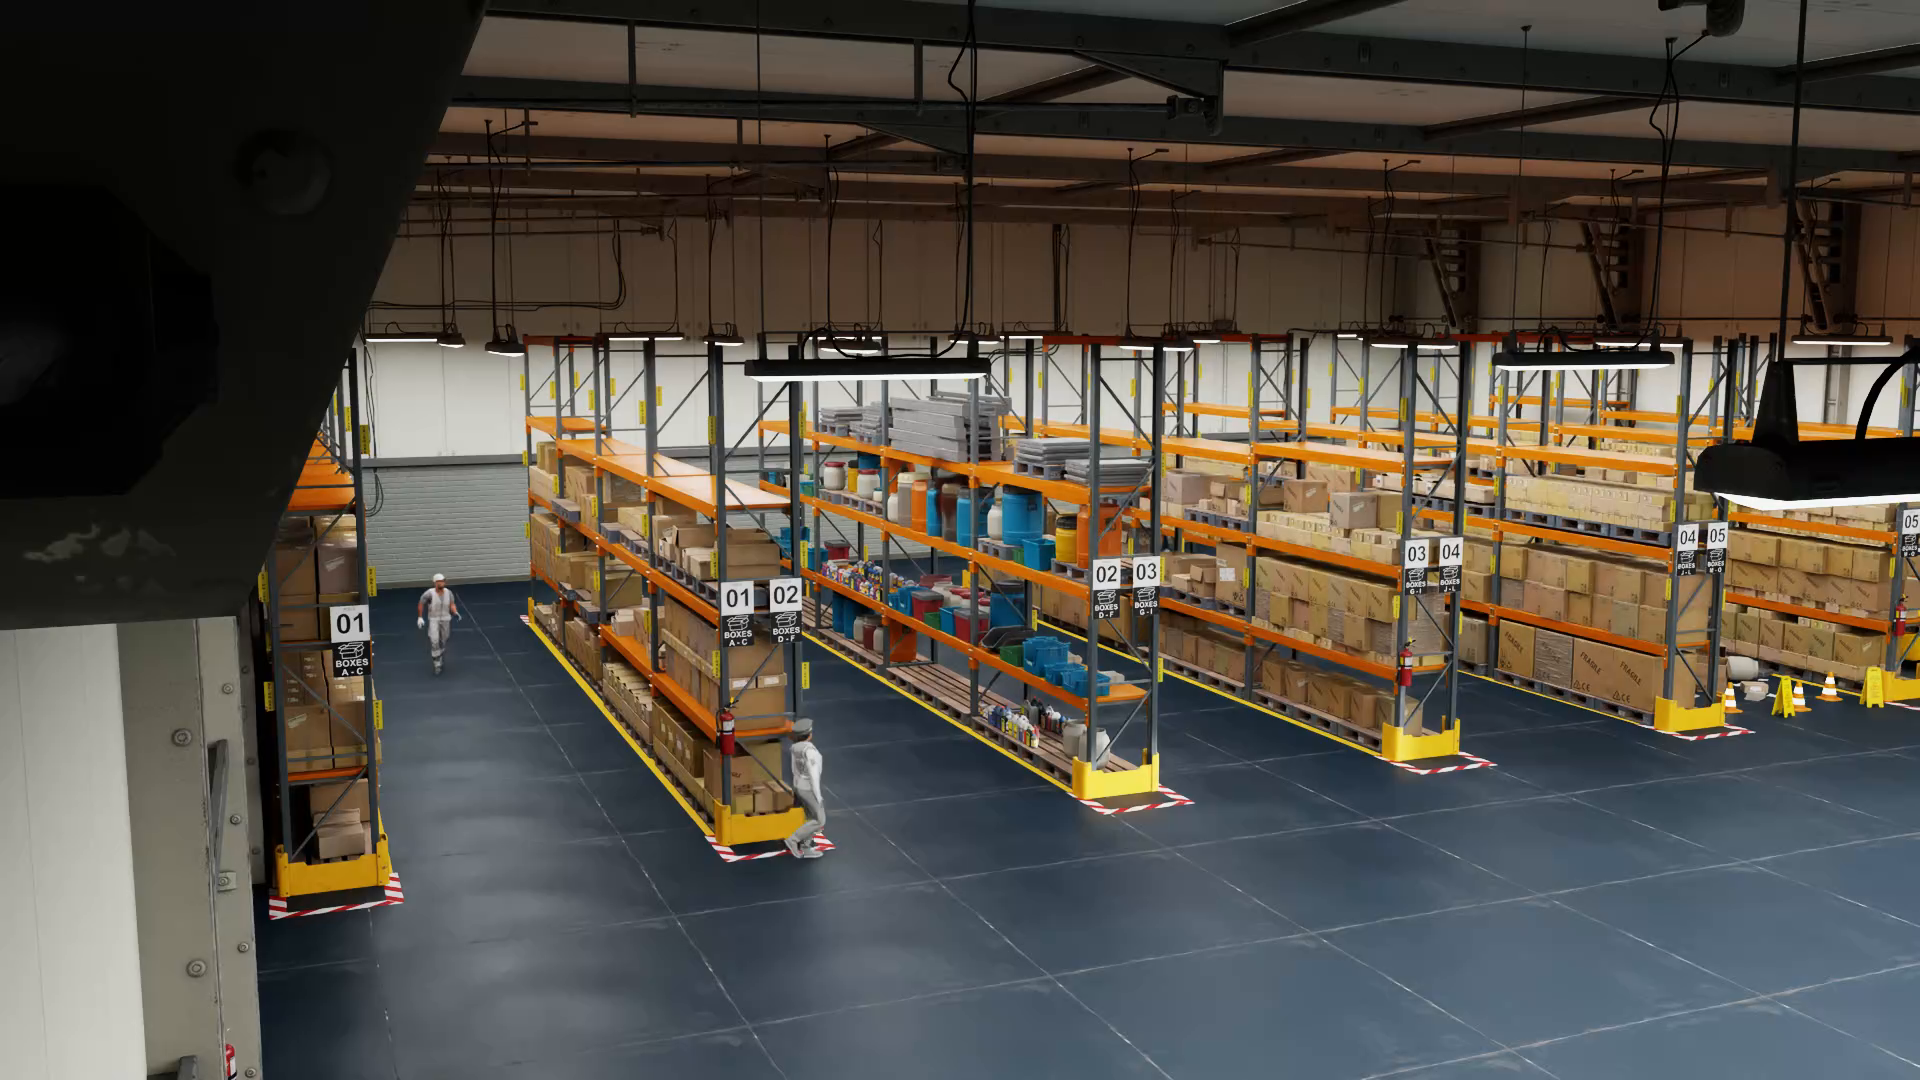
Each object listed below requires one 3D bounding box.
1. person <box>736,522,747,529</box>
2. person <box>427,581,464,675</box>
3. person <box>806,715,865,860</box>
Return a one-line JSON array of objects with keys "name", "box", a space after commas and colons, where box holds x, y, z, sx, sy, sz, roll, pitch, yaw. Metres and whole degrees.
[{"name": "person", "box": [-5.014, 0.472, 37.503, 0.497, 1.761, 0.713, 1, 8, 7]}, {"name": "person", "box": [-9.251, 1.527, 29.905, 0.646, 1.680, 1.170, -3, 8, -22]}, {"name": "person", "box": [-1.432, 2.904, 19.426, 0.725, 1.698, 0.632, -2, 8, -12]}]
